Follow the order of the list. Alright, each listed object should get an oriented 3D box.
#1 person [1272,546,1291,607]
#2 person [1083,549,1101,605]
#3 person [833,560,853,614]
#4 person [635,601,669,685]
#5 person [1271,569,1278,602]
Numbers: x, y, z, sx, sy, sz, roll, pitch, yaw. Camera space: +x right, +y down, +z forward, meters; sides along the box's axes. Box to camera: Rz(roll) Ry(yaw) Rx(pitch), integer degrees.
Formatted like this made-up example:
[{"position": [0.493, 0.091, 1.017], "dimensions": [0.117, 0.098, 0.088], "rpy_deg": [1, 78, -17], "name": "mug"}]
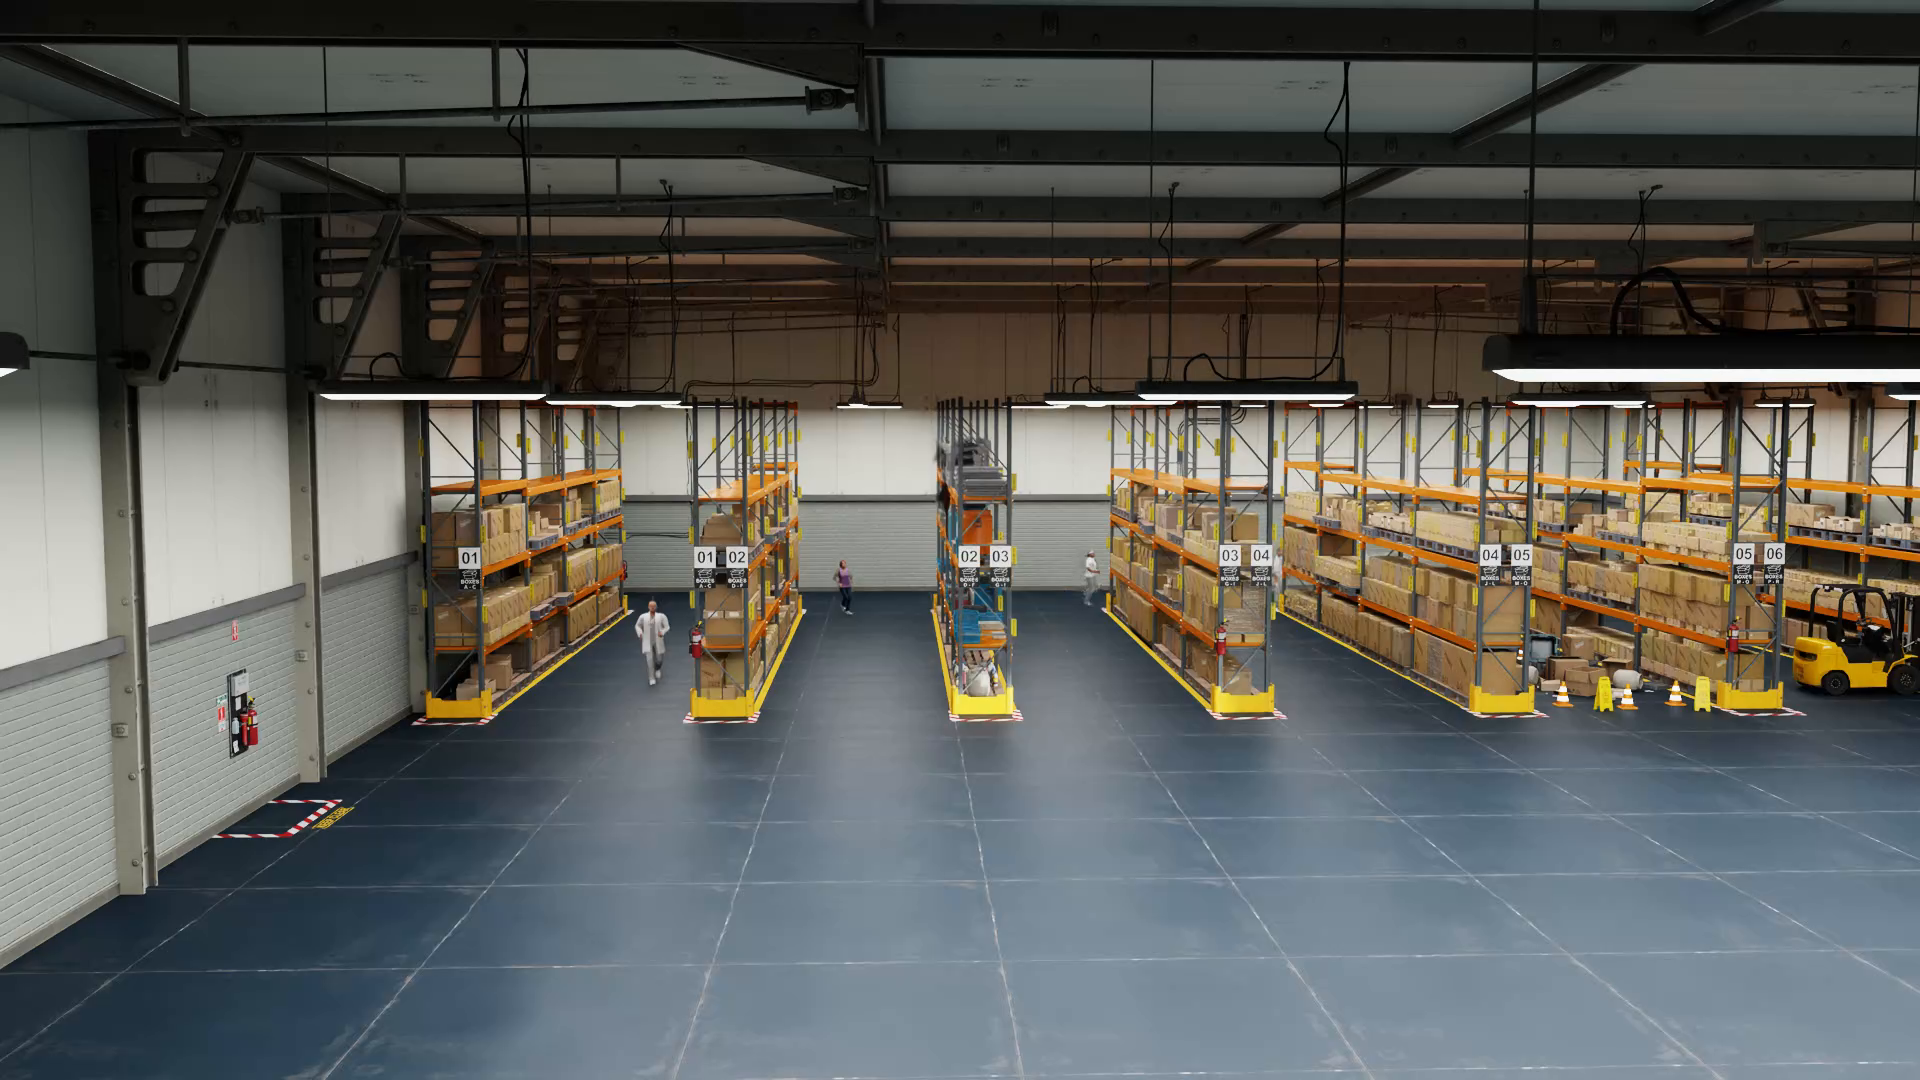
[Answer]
[{"position": [9.460, 1.071, 48.921], "dimensions": [0.943, 1.797, 0.694], "rpy_deg": [-2, 5, -26], "name": "person"}, {"position": [3.925, 1.084, 49.284], "dimensions": [0.528, 1.671, 0.624], "rpy_deg": [1, 5, 18], "name": "person"}, {"position": [-3.252, 1.334, 46.838], "dimensions": [0.550, 1.542, 0.556], "rpy_deg": [-2, 5, -29], "name": "person"}, {"position": [-6.476, 2.151, 35.007], "dimensions": [0.715, 1.735, 0.826], "rpy_deg": [-1, 5, -12], "name": "person"}, {"position": [8.144, 1.410, 44.310], "dimensions": [0.674, 1.830, 0.925], "rpy_deg": [0, 4, 2], "name": "person"}]
